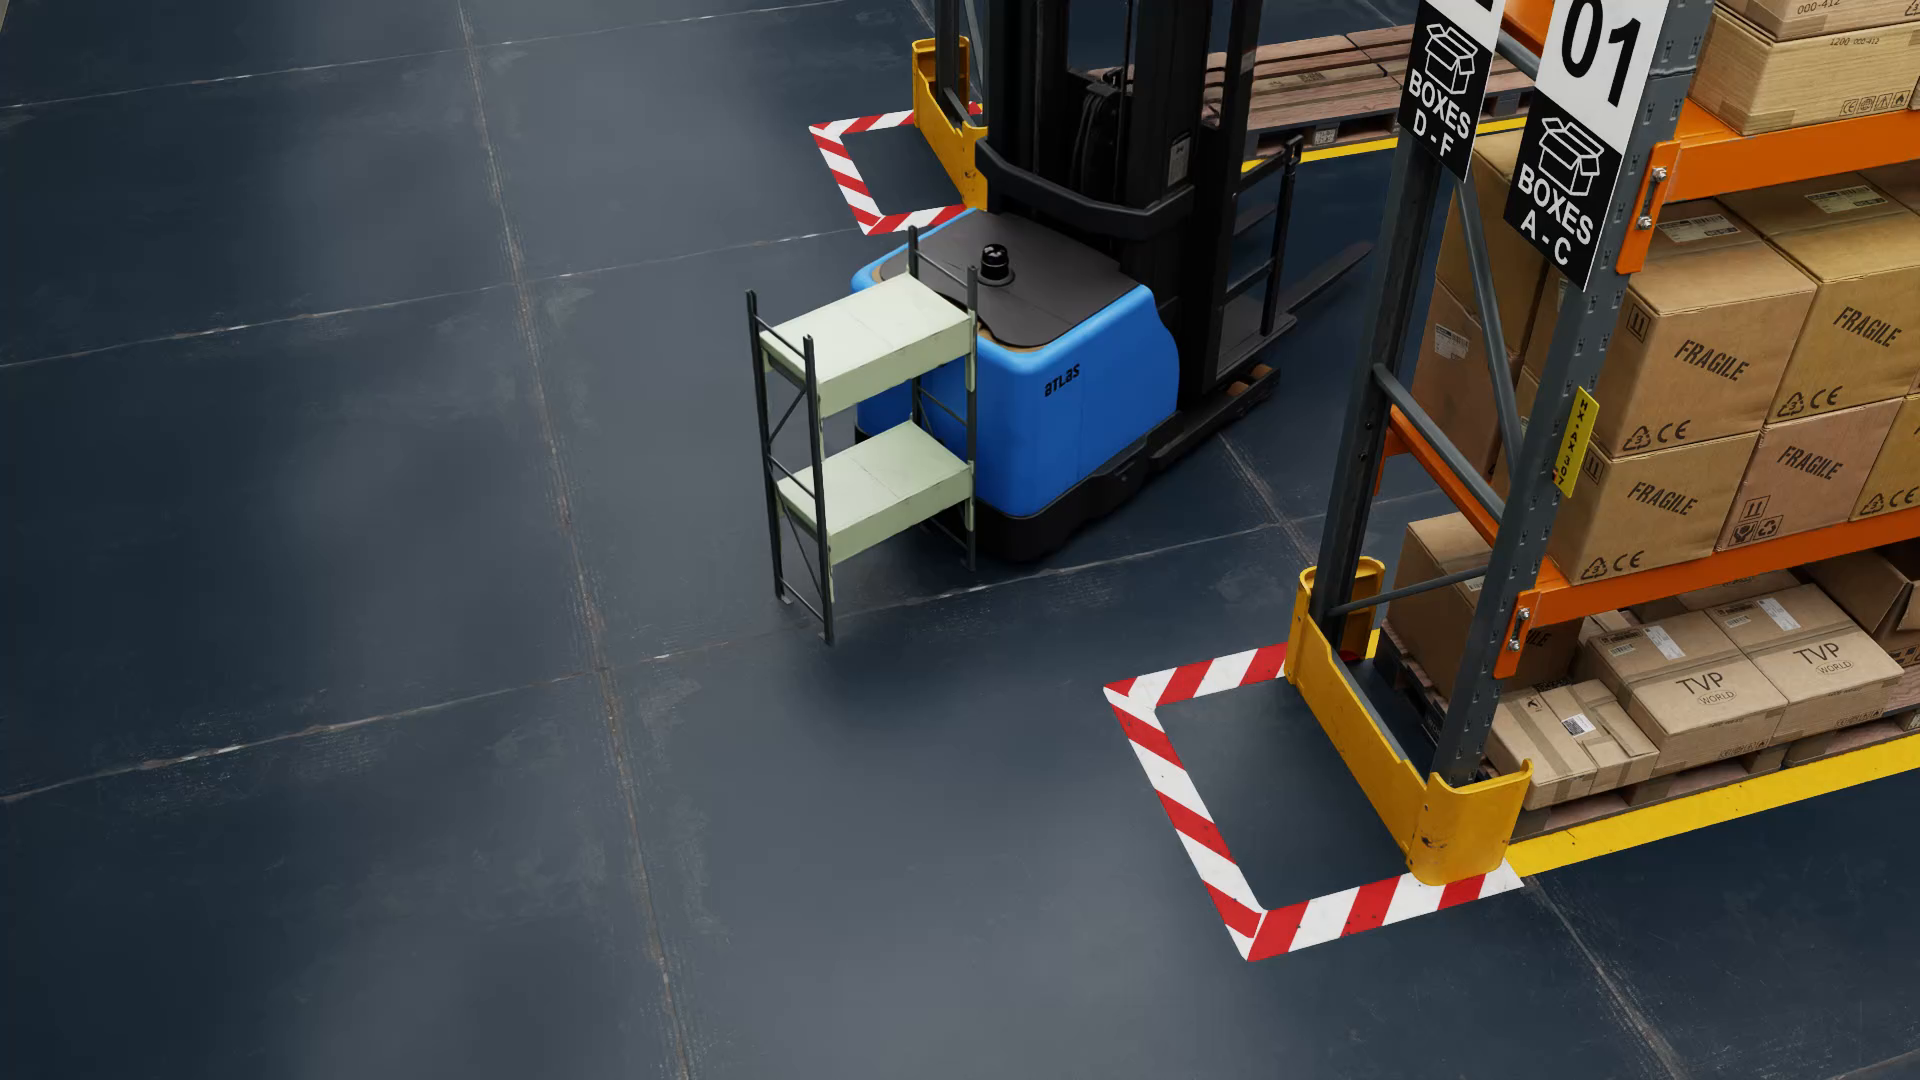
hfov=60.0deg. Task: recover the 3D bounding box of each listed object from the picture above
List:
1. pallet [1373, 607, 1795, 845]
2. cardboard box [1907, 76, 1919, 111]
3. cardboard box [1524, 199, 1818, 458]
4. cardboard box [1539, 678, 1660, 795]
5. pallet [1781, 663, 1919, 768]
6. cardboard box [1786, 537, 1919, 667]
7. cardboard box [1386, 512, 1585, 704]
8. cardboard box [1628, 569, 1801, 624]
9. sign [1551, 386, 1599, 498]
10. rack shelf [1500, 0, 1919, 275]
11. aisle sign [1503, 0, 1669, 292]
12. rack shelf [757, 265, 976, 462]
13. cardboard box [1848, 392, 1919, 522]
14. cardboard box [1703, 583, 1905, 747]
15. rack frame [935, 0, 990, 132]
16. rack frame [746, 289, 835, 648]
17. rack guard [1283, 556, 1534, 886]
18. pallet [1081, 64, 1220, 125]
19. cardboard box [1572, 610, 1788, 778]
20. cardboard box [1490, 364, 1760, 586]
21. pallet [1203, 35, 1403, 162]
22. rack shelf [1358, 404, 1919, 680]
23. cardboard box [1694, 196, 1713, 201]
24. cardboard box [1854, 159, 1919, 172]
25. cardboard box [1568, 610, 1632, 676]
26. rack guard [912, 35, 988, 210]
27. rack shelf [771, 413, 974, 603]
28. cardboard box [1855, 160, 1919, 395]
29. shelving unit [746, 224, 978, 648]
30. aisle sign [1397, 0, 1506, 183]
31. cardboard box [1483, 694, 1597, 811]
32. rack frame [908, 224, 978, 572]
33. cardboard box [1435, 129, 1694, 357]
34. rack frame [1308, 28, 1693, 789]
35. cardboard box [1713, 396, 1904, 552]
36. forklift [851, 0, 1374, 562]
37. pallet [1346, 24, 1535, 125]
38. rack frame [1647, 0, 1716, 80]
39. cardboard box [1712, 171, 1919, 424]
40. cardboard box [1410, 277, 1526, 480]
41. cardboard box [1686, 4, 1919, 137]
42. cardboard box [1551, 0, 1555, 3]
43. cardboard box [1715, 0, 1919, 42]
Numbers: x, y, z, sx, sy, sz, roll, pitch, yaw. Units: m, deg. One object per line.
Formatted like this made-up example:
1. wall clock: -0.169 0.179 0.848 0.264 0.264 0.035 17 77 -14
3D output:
1. pallet: 2.376 0.592 6.412 1.213 0.211 1.003 -12 42 -13
2. cardboard box: 2.590 -1.391 4.396 0.500 0.250 0.500 -12 42 -13
3. cardboard box: 2.046 -0.622 4.846 0.500 0.500 0.500 -10 42 -12
4. cardboard box: 2.284 0.700 5.988 0.250 0.166 0.380 -12 42 -13
5. pallet: 3.537 0.353 6.685 1.213 0.211 1.003 -12 42 -13
6. cardboard box: 3.568 0.073 6.449 0.637 0.503 0.797 -12 42 -13
7. cardboard box: 1.988 0.229 6.274 0.500 0.500 0.500 -12 42 -13
8. cardboard box: 2.903 0.154 6.550 0.500 0.250 0.500 -12 42 -13
9. sign: 1.706 -0.271 4.622 0.005 0.325 0.100 -12 42 -13
10. rack shelf: 3.451 -1.539 4.999 4.000 0.370 1.077 -12 42 -13
11. aisle sign: 1.566 -1.066 4.215 0.004 0.787 0.394 -12 42 -13
12. rack shelf: -0.354 -0.679 6.294 0.720 0.370 0.431 -27 48 -28
13. cardboard box: 3.016 -0.448 5.407 0.500 0.500 0.500 -12 43 -13
14. cardboard box: 3.101 0.458 6.202 0.500 0.250 0.500 -12 42 -13
15. rack frame: 0.059 -3.394 8.855 0.127 3.000 1.000 -12 42 -13
16. rack frame: -0.642 -0.236 6.380 0.023 1.500 0.400 -27 48 -28
17. rack guard: 1.616 0.641 6.136 0.348 0.500 1.175 -12 42 -13
18. pallet: 0.857 -2.483 9.931 1.213 0.211 1.003 -12 42 -13
19. cardboard box: 2.624 0.556 6.089 0.500 0.250 0.500 -12 42 -13
20. cardboard box: 2.046 -0.245 5.175 0.500 0.500 0.500 -11 42 -12
21. pallet: 2.019 -2.722 10.205 1.213 0.211 1.003 -12 42 -13
22. rack shelf: 3.451 -0.409 5.986 4.000 0.370 1.077 -12 42 -13
23. cardboard box: 2.367 -1.060 5.348 0.500 0.500 0.500 -11 42 -12
24. cardboard box: 2.860 -1.166 5.468 0.500 0.500 0.500 -11 42 -12
25. cardboard box: 2.401 0.331 6.411 0.250 0.166 0.380 -12 42 -13
26. rack guard: 0.040 -2.440 9.663 0.348 0.500 1.175 -12 42 -13
27. rack shelf: -0.354 -0.139 6.765 0.720 0.370 0.431 -27 48 -28
28. cardboard box: 3.021 -0.825 5.079 0.500 0.500 0.500 -11 42 -12
29. shelving unit: -0.354 -0.385 6.551 0.755 1.500 0.431 -27 48 -28
30. aisle sign: 1.386 -1.443 4.646 0.004 0.787 0.394 -12 42 -13
31. cardboard box: 2.046 0.756 5.938 0.250 0.149 0.380 -12 42 -13
32. rack frame: -0.067 -0.534 6.721 0.023 1.500 0.400 -27 48 -28
33. cardboard box: 1.885 -0.960 5.233 0.500 0.500 0.500 -12 43 -13
34. rack frame: 1.543 -0.285 5.296 0.127 3.000 1.000 -12 42 -13
35. cardboard box: 2.536 -0.350 5.295 0.500 0.500 0.500 -12 43 -13
36. forklift: 0.896 -1.895 7.191 1.130 2.935 3.031 31 50 31
37. pallet: 3.184 -2.965 10.483 1.213 0.211 1.003 -12 42 -13
38. rack frame: 1.543 -2.544 3.323 0.127 3.000 1.000 -12 42 -13
39. cardboard box: 2.542 -0.730 4.969 0.500 0.500 0.500 -11 42 -13
40. cardboard box: 1.889 -0.582 5.560 0.500 0.500 0.500 -10 42 -12
41. cardboard box: 2.110 -1.300 4.293 0.500 0.250 0.500 -12 42 -13
42. cardboard box: 1.954 -1.625 4.665 0.500 0.250 0.500 -12 42 -13
43. cardboard box: 2.111 -1.485 4.124 0.500 0.250 0.500 -12 42 -13
